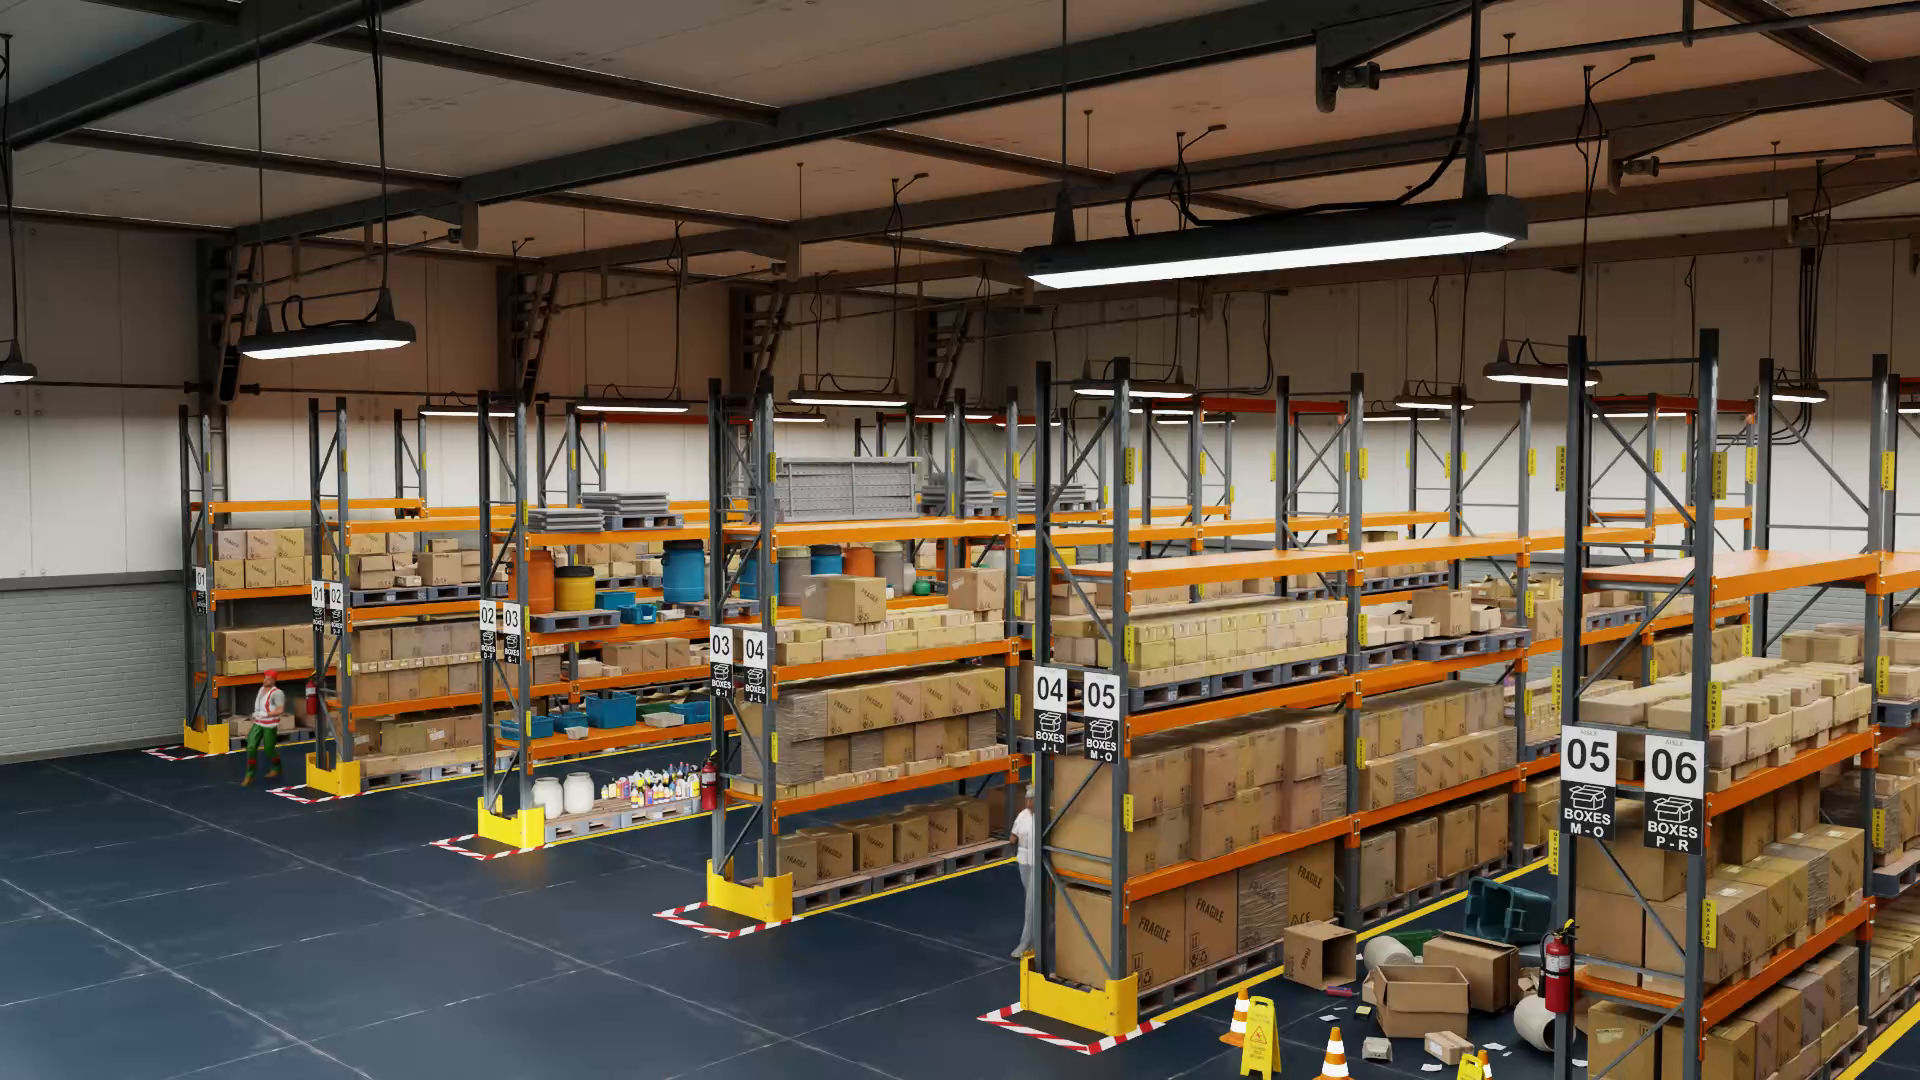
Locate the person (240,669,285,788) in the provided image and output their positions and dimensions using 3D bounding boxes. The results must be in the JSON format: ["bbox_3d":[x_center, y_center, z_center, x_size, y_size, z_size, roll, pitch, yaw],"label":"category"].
[{"bbox_3d":[-10.785,2.914,25.930,0.667,1.811,0.788,1,3,18],"label":"person"}]

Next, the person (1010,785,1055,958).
[{"bbox_3d":[0.789,3.384,17.303,0.566,1.709,0.910,2,4,40],"label":"person"}]

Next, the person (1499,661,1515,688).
[{"bbox_3d":[9.514,2.865,28.691,0.540,1.531,0.629,1,3,20],"label":"person"}]
